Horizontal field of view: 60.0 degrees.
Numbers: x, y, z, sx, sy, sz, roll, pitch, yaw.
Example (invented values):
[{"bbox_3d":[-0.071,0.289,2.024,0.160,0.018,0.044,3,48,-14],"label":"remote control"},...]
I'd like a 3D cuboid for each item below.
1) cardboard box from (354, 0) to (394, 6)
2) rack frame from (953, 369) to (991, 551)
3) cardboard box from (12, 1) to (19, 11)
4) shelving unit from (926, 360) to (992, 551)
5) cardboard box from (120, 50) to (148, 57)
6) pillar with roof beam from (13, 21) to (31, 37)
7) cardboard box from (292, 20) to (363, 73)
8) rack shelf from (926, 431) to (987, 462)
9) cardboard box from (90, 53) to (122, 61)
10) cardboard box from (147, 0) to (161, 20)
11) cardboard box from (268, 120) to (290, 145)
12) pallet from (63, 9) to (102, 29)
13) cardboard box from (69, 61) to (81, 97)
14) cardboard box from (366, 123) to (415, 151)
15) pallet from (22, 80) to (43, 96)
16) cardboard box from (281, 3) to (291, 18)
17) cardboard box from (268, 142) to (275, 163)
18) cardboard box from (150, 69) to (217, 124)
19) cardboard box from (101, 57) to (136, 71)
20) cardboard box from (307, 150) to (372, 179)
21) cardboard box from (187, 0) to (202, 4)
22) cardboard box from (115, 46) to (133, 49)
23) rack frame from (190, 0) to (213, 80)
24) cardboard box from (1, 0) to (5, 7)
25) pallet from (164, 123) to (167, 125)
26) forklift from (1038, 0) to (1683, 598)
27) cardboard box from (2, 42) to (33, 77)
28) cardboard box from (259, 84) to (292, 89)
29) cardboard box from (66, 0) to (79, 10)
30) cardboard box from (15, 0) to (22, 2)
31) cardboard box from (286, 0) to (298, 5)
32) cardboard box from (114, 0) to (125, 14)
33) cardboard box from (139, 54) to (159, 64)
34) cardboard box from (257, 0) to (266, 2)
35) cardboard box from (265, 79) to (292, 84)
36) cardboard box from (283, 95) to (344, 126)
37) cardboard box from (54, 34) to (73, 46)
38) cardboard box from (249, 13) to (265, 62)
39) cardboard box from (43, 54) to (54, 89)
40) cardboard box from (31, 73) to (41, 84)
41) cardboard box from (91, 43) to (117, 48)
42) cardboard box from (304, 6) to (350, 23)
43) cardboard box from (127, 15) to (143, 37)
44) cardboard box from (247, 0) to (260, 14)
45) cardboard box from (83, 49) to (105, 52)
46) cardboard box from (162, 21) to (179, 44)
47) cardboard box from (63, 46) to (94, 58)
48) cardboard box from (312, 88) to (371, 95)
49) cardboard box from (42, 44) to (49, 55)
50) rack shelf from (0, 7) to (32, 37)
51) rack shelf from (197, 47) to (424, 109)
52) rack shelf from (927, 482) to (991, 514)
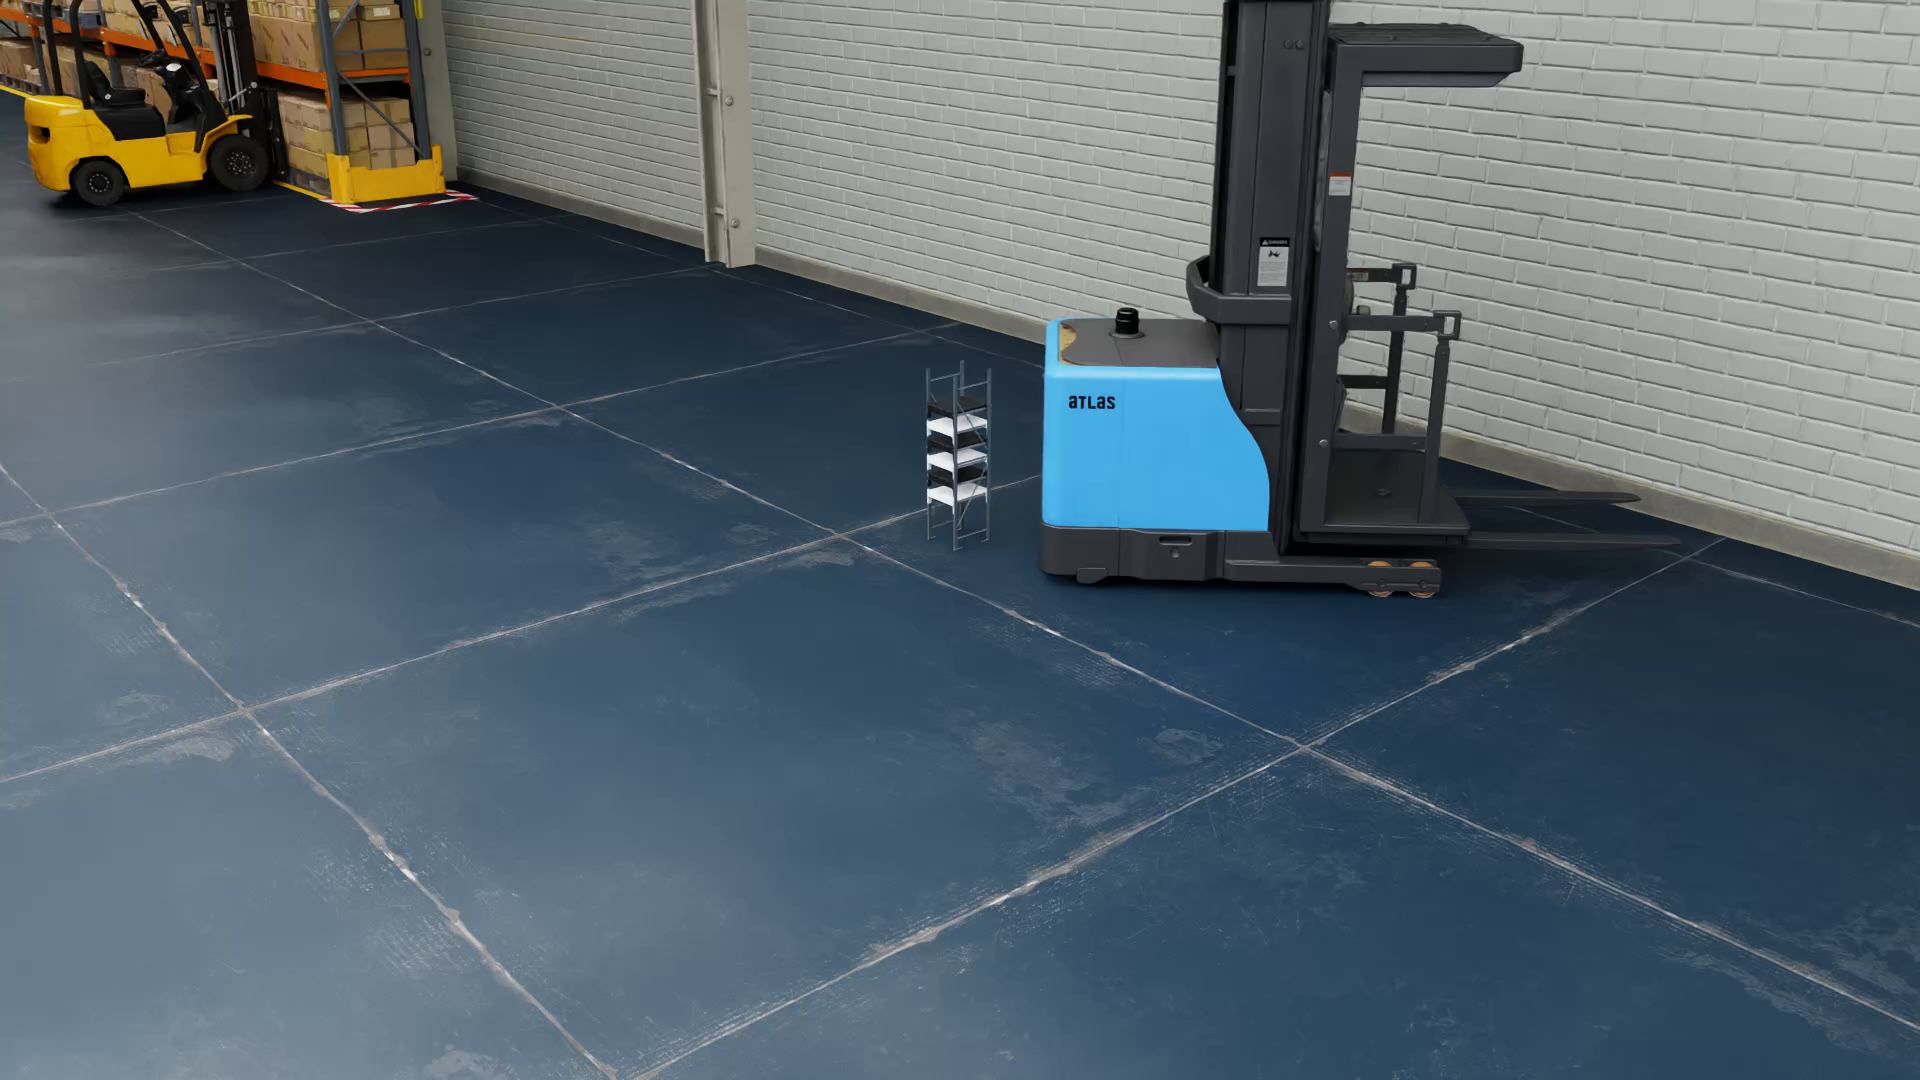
[{"bbox_3d":[-6.233,-5.751,17.620,0.380,0.149,0.250,-18,28,-38],"label":"cardboard box"},{"bbox_3d":[0.061,-0.393,8.254,0.240,0.900,0.006,-17,27,-37],"label":"rack frame"},{"bbox_3d":[-14.783,-8.480,26.365,0.380,0.149,0.250,-17,27,-36],"label":"cardboard box"},{"bbox_3d":[-0.005,-0.421,8.326,0.258,0.900,0.210,-17,27,-37],"label":"shelving unit"},{"bbox_3d":[-12.193,-7.170,24.639,0.380,0.149,0.250,-18,28,-39],"label":"cardboard box"},{"bbox_3d":[-20.958,-12.269,27.470,9.100,9.000,0.400,-17,27,-37],"label":"pillar with roof beam"},{"bbox_3d":[-6.696,-5.240,17.613,0.500,0.500,0.500,-18,28,-39],"label":"cardboard box"},{"bbox_3d":[-0.005,-0.474,8.305,0.258,0.077,0.200,-17,27,-37],"label":"rack shelf"},{"bbox_3d":[-12.390,-6.975,24.143,0.380,0.149,0.250,-16,27,-36],"label":"cardboard box"},{"bbox_3d":[-9.972,-6.746,21.115,0.500,0.250,0.500,-17,27,-36],"label":"cardboard box"},{"bbox_3d":[-7.403,-4.607,18.643,0.500,0.250,0.500,-18,28,-39],"label":"cardboard box"},{"bbox_3d":[-11.893,-7.412,23.558,1.213,0.211,1.003,-17,27,-37],"label":"pallet"},{"bbox_3d":[-12.852,-6.852,24.716,0.500,0.500,0.500,-19,28,-39],"label":"cardboard box"},{"bbox_3d":[-6.325,-4.448,18.236,0.500,0.250,0.500,-17,27,-36],"label":"cardboard box"},{"bbox_3d":[-14.456,-7.327,26.902,1.003,0.211,1.213,-17,27,-37],"label":"pallet"},{"bbox_3d":[-7.080,-5.719,17.946,0.380,0.149,0.250,-18,27,-38],"label":"cardboard box"},{"bbox_3d":[-7.715,-4.508,19.076,0.500,0.250,0.500,-16,27,-36],"label":"cardboard box"},{"bbox_3d":[-10.129,-5.880,22.065,0.875,0.625,0.625,-19,28,-40],"label":"cardboard box"},{"bbox_3d":[-11.912,-6.740,23.543,0.380,0.149,0.250,-19,28,-40],"label":"cardboard box"},{"bbox_3d":[-6.722,-4.090,18.008,0.500,0.250,0.500,-17,27,-37],"label":"cardboard box"},{"bbox_3d":[-9.178,-6.616,20.235,0.380,0.149,0.250,-16,27,-36],"label":"cardboard box"},{"bbox_3d":[-12.673,-7.389,25.198,0.380,0.149,0.250,-17,27,-37],"label":"cardboard box"},{"bbox_3d":[-8.787,-6.225,20.266,1.000,3.000,0.127,-17,27,-37],"label":"rack frame"},{"bbox_3d":[-15.402,-8.777,27.125,0.380,0.149,0.250,-18,27,-38],"label":"cardboard box"},{"bbox_3d":[-10.098,-5.459,22.131,1.003,0.211,1.213,-17,27,-37],"label":"pallet"},{"bbox_3d":[1.913,-1.294,7.768,3.031,2.935,1.130,1,21,3],"label":"forklift"},{"bbox_3d":[-15.495,-7.966,27.560,0.500,0.500,0.500,-17,27,-36],"label":"cardboard box"},{"bbox_3d":[-8.049,-5.120,19.265,0.500,0.250,0.500,-16,27,-36],"label":"cardboard box"},{"bbox_3d":[-12.332,-7.671,23.585,0.500,0.250,0.500,-19,28,-40],"label":"cardboard box"},{"bbox_3d":[-14.526,-8.587,26.093,0.500,0.250,0.500,-17,27,-36],"label":"cardboard box"},{"bbox_3d":[-6.945,-5.783,17.701,0.380,0.149,0.250,-17,27,-36],"label":"cardboard box"},{"bbox_3d":[-10.967,-7.174,22.208,0.500,0.250,0.500,-16,27,-36],"label":"cardboard box"},{"bbox_3d":[-11.655,-6.962,24.109,0.380,0.149,0.250,-16,27,-36],"label":"cardboard box"},{"bbox_3d":[-7.478,-5.985,18.217,0.380,0.149,0.250,-17,27,-36],"label":"cardboard box"},{"bbox_3d":[-7.977,-5.380,19.930,0.500,0.250,0.500,-18,28,-38],"label":"cardboard box"},{"bbox_3d":[-7.050,-4.694,18.178,0.500,0.250,0.500,-17,27,-36],"label":"cardboard box"},{"bbox_3d":[-13.770,-7.685,25.547,0.380,0.149,0.250,-19,28,-40],"label":"cardboard box"},{"bbox_3d":[-7.699,-5.664,18.694,0.500,0.500,0.500,-17,27,-37],"label":"cardboard box"},{"bbox_3d":[-13.864,-7.280,25.810,0.500,0.500,0.500,-16,26,-35],"label":"cardboard box"},{"bbox_3d":[-14.595,-7.388,26.567,0.380,0.149,0.250,-18,28,-39],"label":"cardboard box"},{"bbox_3d":[-13.209,-7.600,25.737,0.380,0.149,0.250,-17,27,-37],"label":"cardboard box"},{"bbox_3d":[-6.614,-5.498,17.382,0.380,0.149,0.250,-17,27,-37],"label":"cardboard box"},{"bbox_3d":[-10.627,-6.799,21.936,0.500,0.250,0.500,-19,28,-39],"label":"cardboard box"},{"bbox_3d":[-7.784,-5.991,18.642,0.380,0.149,0.250,-18,28,-38],"label":"cardboard box"},{"bbox_3d":[-12.878,-7.193,24.699,0.380,0.149,0.250,-17,27,-37],"label":"cardboard box"},{"bbox_3d":[-9.646,-6.370,20.841,0.500,0.250,0.500,-18,27,-38],"label":"cardboard box"},{"bbox_3d":[-13.372,-7.408,25.248,0.380,0.149,0.250,-18,28,-38],"label":"cardboard box"},{"bbox_3d":[-6.993,-4.957,18.850,0.500,0.250,0.500,-18,27,-38],"label":"cardboard box"},{"bbox_3d":[-13.976,-7.607,25.755,0.380,0.149,0.250,-16,26,-35],"label":"cardboard box"},{"bbox_3d":[-15.314,-8.653,27.451,1.077,0.370,4.000,-17,27,-37],"label":"rack shelf"},{"bbox_3d":[-7.481,-5.338,18.986,1.077,0.370,4.000,-17,27,-37],"label":"rack shelf"},{"bbox_3d":[-0.005,-0.223,8.403,0.258,0.077,0.200,-17,27,-37],"label":"rack shelf"}]
